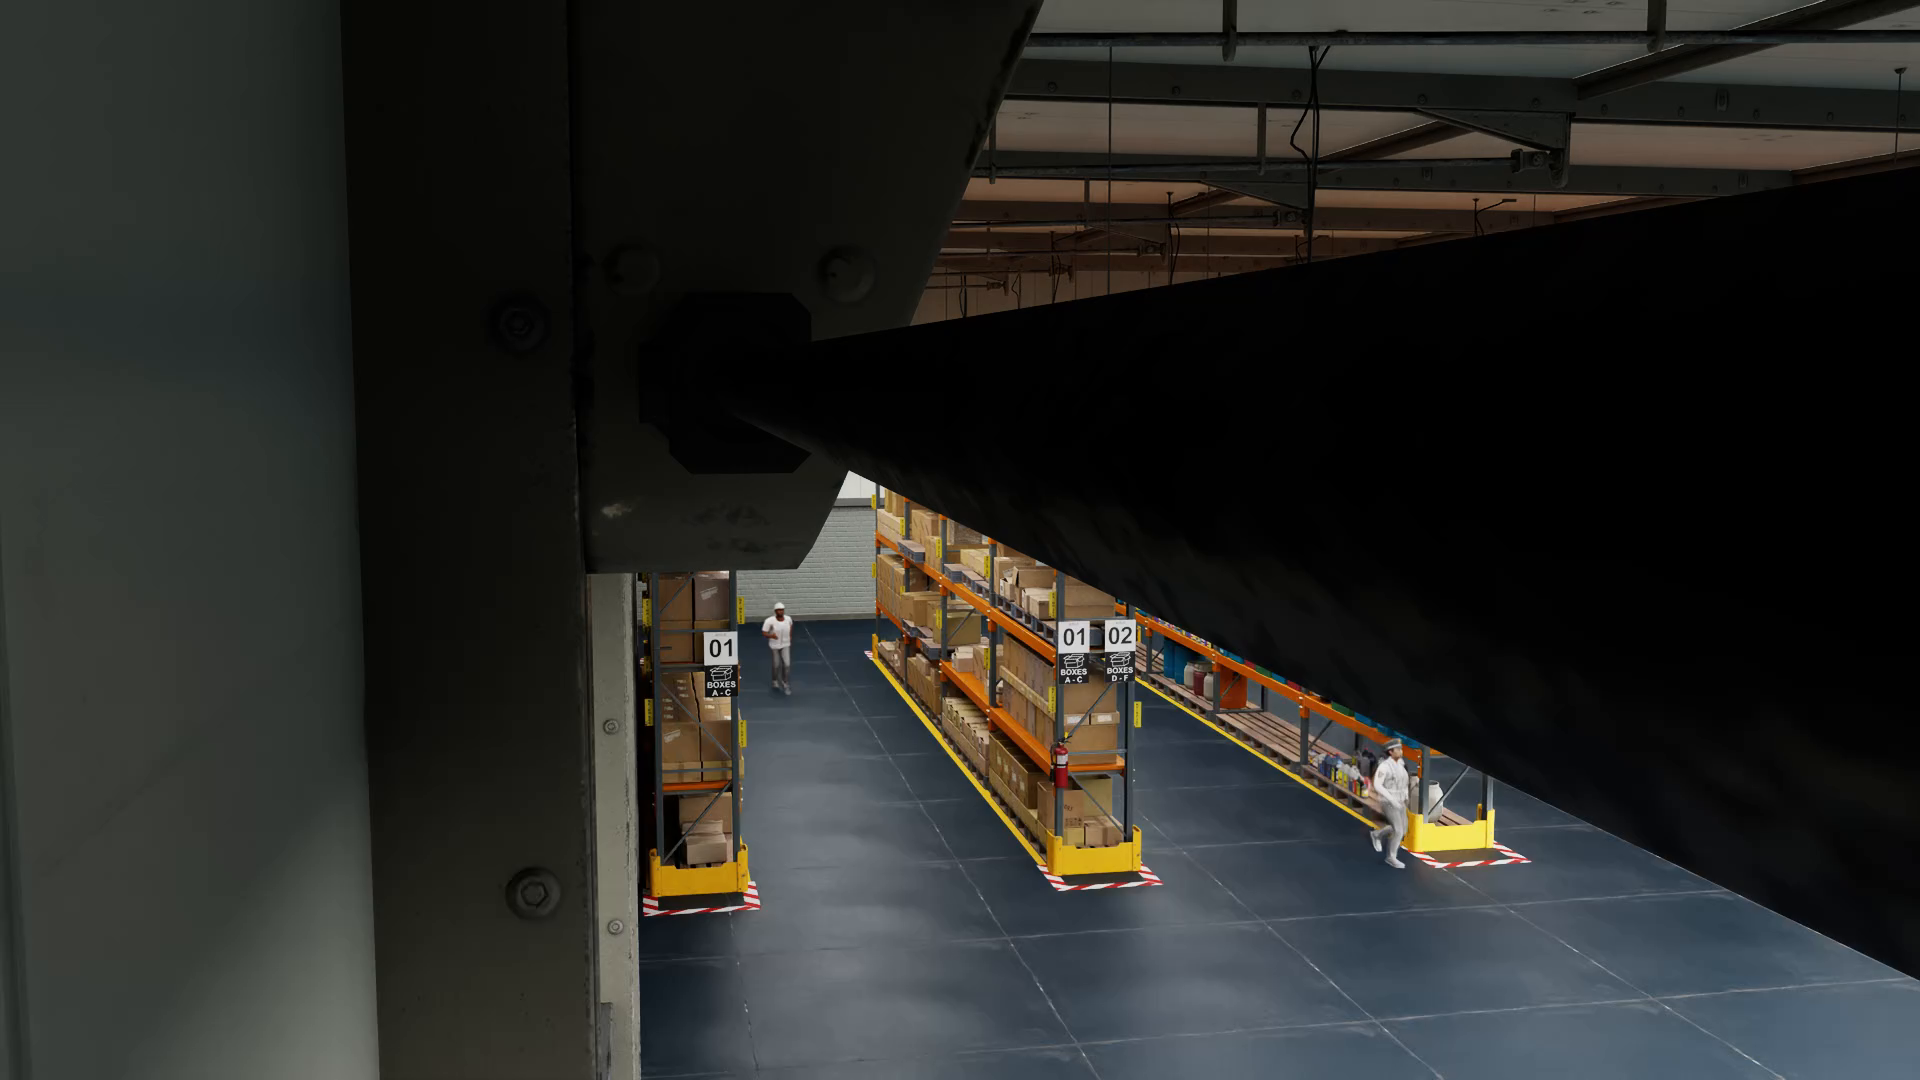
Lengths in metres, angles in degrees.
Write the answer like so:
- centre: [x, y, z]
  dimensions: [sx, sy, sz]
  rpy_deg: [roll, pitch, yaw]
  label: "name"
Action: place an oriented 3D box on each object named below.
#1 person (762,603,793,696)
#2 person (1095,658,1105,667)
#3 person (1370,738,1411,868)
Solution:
- centre: [-3.549, 2.126, 32.539]
  dimensions: [0.675, 1.823, 0.772]
  rpy_deg: [-2, 6, -18]
  label: "person"
- centre: [2.791, 2.164, 32.937]
  dimensions: [0.504, 1.553, 0.690]
  rpy_deg: [-2, 6, -15]
  label: "person"
- centre: [5.491, 3.334, 21.300]
  dimensions: [0.654, 1.663, 0.566]
  rpy_deg: [-5, 8, -42]
  label: "person"
